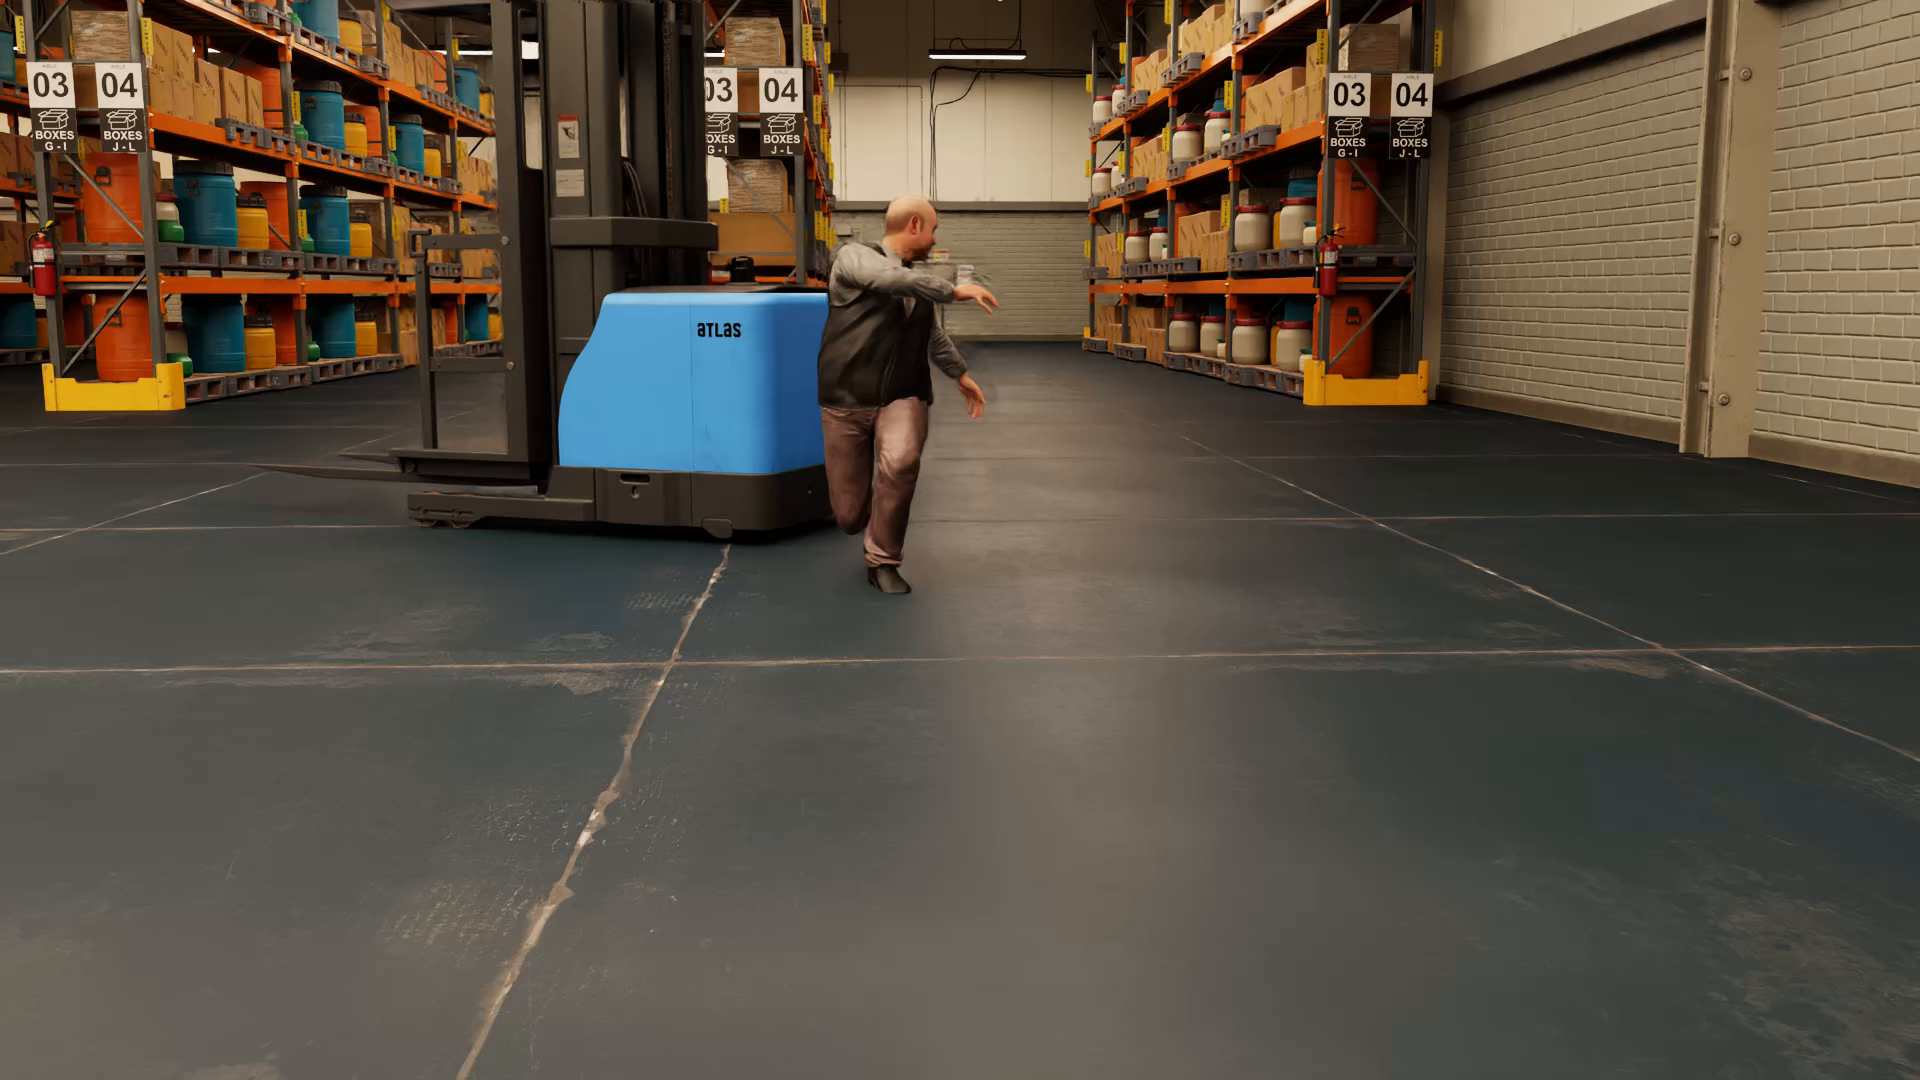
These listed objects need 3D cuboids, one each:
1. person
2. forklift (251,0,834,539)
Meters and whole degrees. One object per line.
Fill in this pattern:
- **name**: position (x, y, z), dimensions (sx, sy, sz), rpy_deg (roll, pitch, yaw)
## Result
- **person**: position (-0.189, -0.565, 6.356), dimensions (0.730, 1.490, 0.956), rpy_deg (-2, 9, -13)
- **forklift**: position (-2.021, -1.568, 7.889), dimensions (3.031, 2.935, 1.130), rpy_deg (3, 9, 21)
